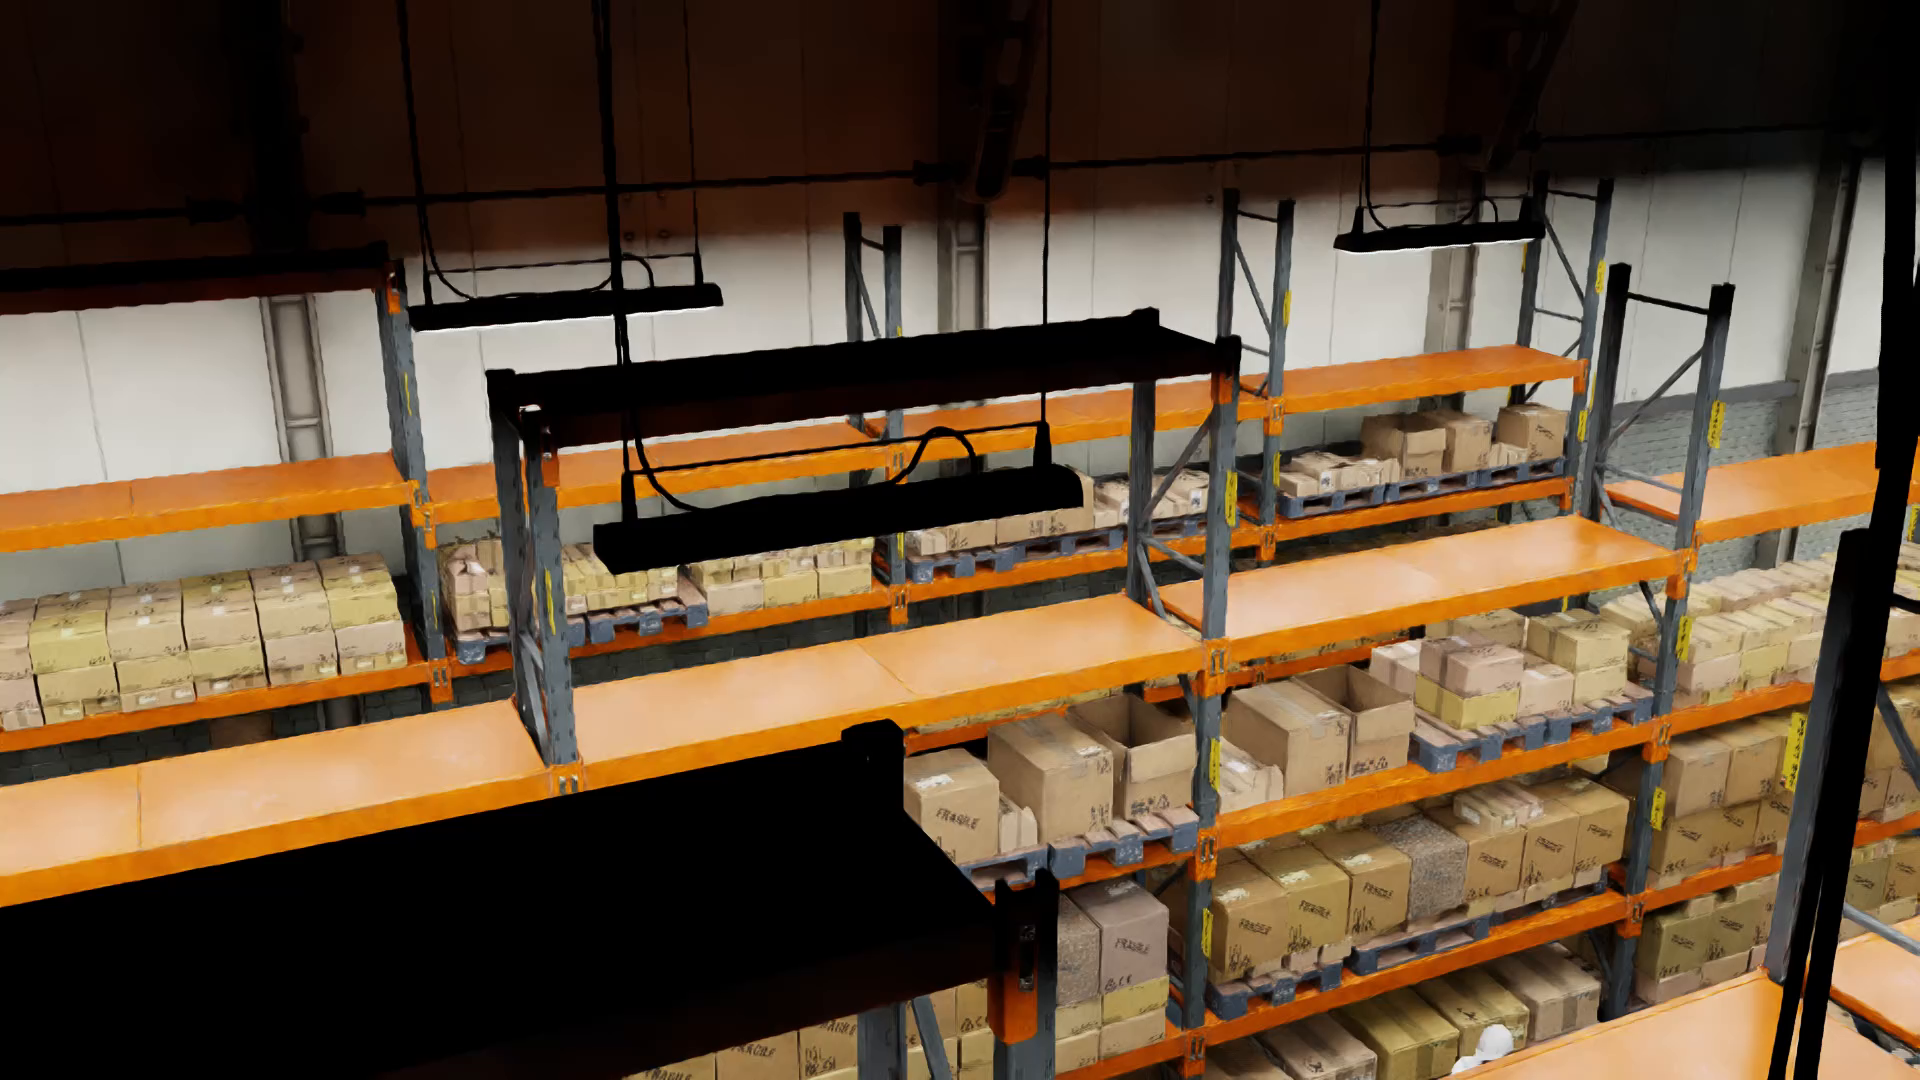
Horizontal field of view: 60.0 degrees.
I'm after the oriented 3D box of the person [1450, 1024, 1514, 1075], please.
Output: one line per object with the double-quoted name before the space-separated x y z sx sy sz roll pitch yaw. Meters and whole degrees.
"person" 3.339 3.878 10.595 0.676 1.760 0.579 0 19 1
